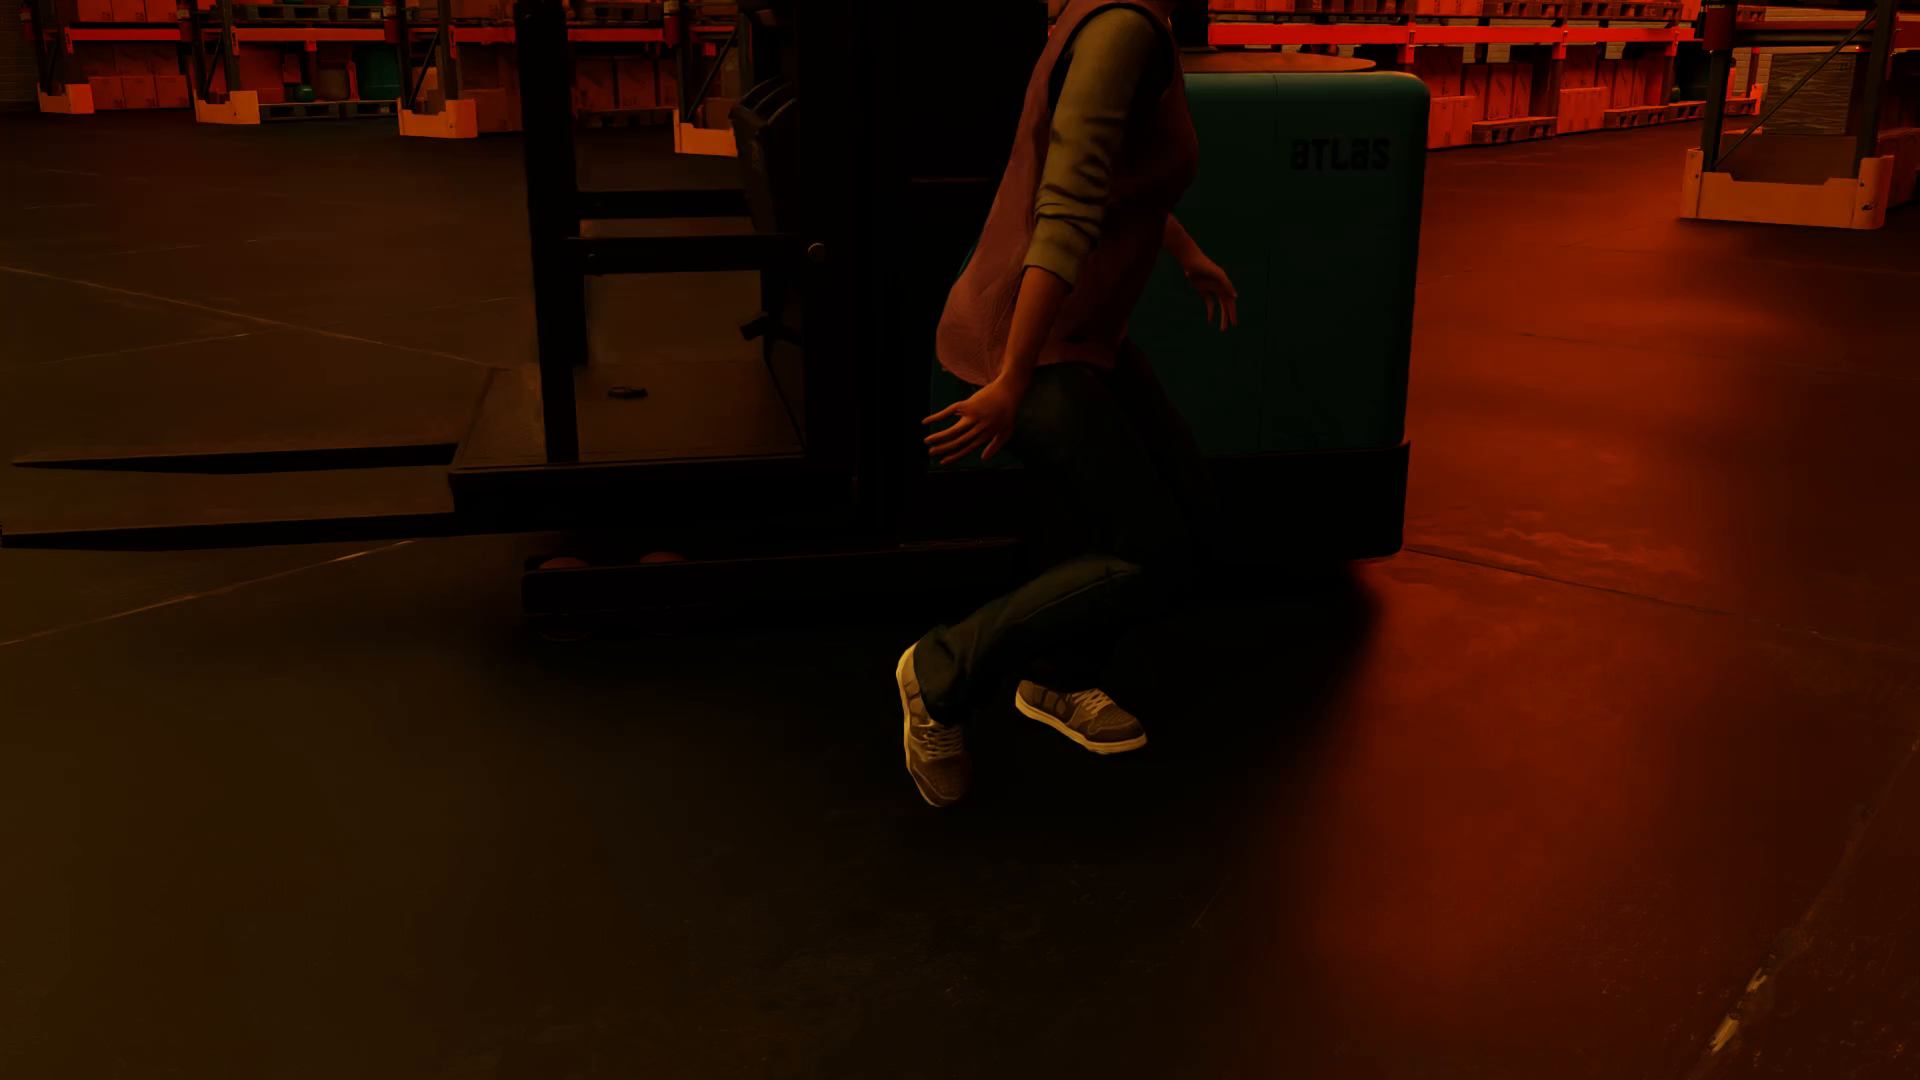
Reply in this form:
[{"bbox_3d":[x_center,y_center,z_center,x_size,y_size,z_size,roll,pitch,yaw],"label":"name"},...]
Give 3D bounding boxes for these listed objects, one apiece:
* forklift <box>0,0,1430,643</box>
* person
[{"bbox_3d":[-0.599,-1.367,3.398,3.031,2.935,1.130,-3,17,-10],"label":"forklift"},{"bbox_3d":[0.151,-0.275,2.458,0.475,1.422,0.807,5,18,17],"label":"person"}]
